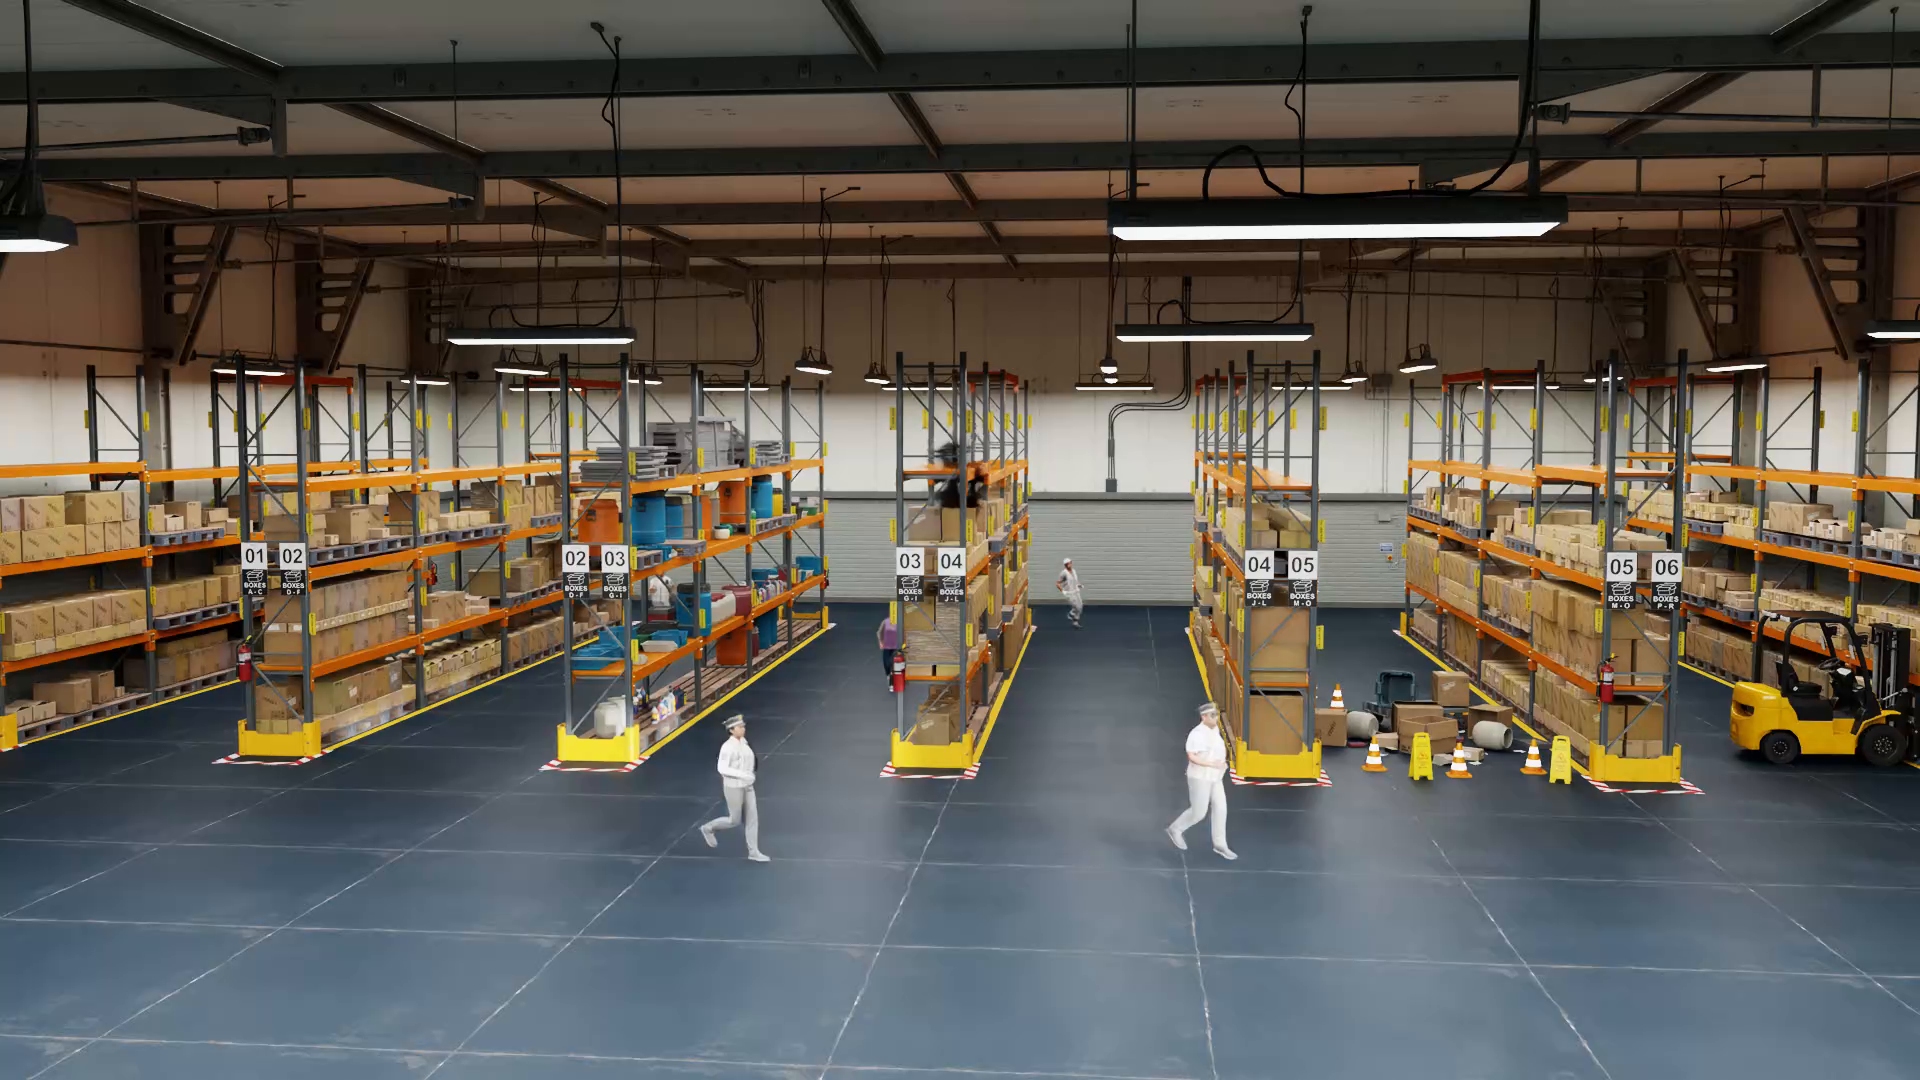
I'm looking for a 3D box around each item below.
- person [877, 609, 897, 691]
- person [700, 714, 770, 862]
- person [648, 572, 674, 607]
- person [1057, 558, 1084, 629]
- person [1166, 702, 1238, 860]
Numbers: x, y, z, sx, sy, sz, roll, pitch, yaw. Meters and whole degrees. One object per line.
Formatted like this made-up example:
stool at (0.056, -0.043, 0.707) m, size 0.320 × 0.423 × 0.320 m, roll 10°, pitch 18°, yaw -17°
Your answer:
person at (-1.273, 2.028, 31.066) m, size 0.553 × 1.558 × 0.504 m, roll 0°, pitch 4°, yaw 2°
person at (-2.538, 2.806, 18.953) m, size 0.890 × 1.669 × 0.618 m, roll 2°, pitch 5°, yaw 26°
person at (-6.909, 1.454, 38.460) m, size 0.583 × 1.701 × 0.660 m, roll 0°, pitch 4°, yaw -7°
person at (2.714, 1.294, 40.172) m, size 0.700 × 1.715 × 0.517 m, roll -4°, pitch 5°, yaw -41°
person at (2.819, 2.754, 19.218) m, size 0.867 × 1.806 × 0.686 m, roll 3°, pitch 5°, yaw 41°
